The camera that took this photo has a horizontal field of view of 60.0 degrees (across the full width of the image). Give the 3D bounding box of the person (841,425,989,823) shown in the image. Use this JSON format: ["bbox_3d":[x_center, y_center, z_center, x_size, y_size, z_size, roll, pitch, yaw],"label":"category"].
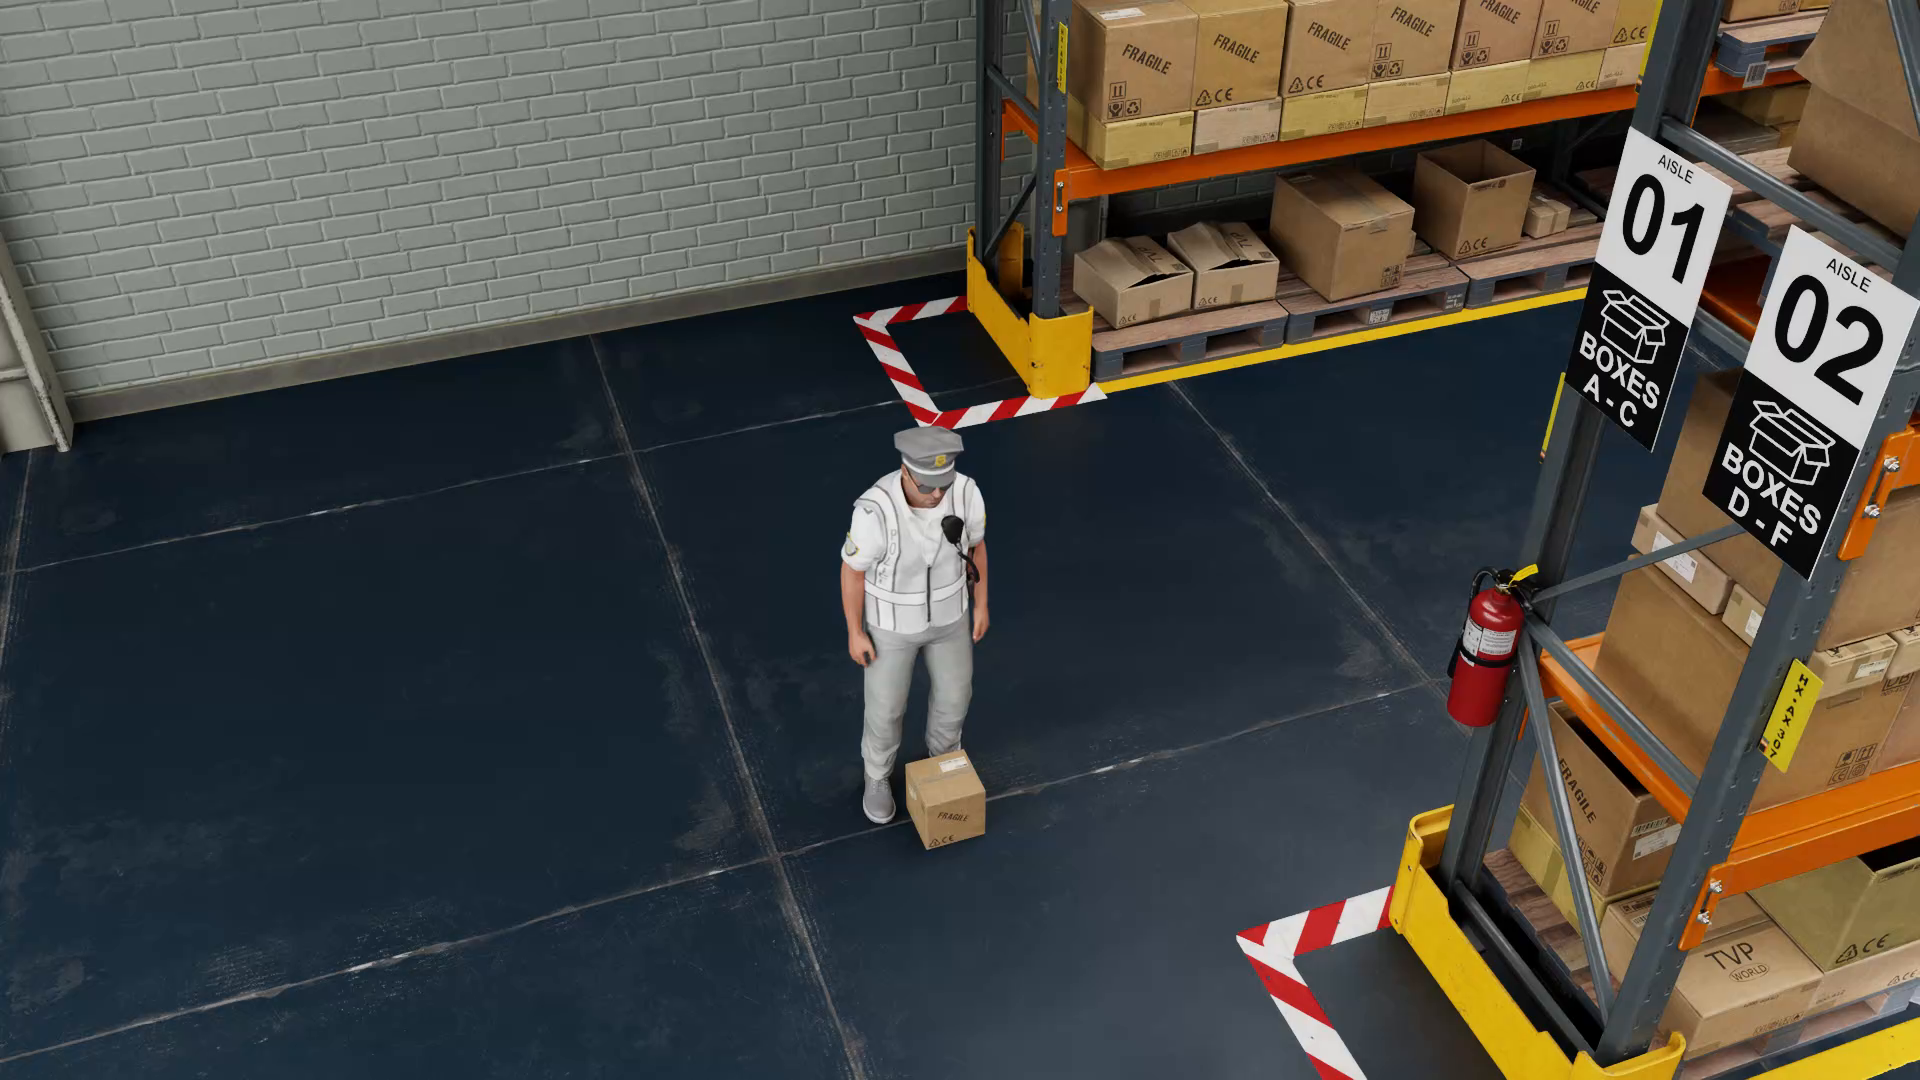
[{"bbox_3d":[-0.166,0.286,6.405,0.583,1.747,0.437,-13,39,-16],"label":"person"}]
